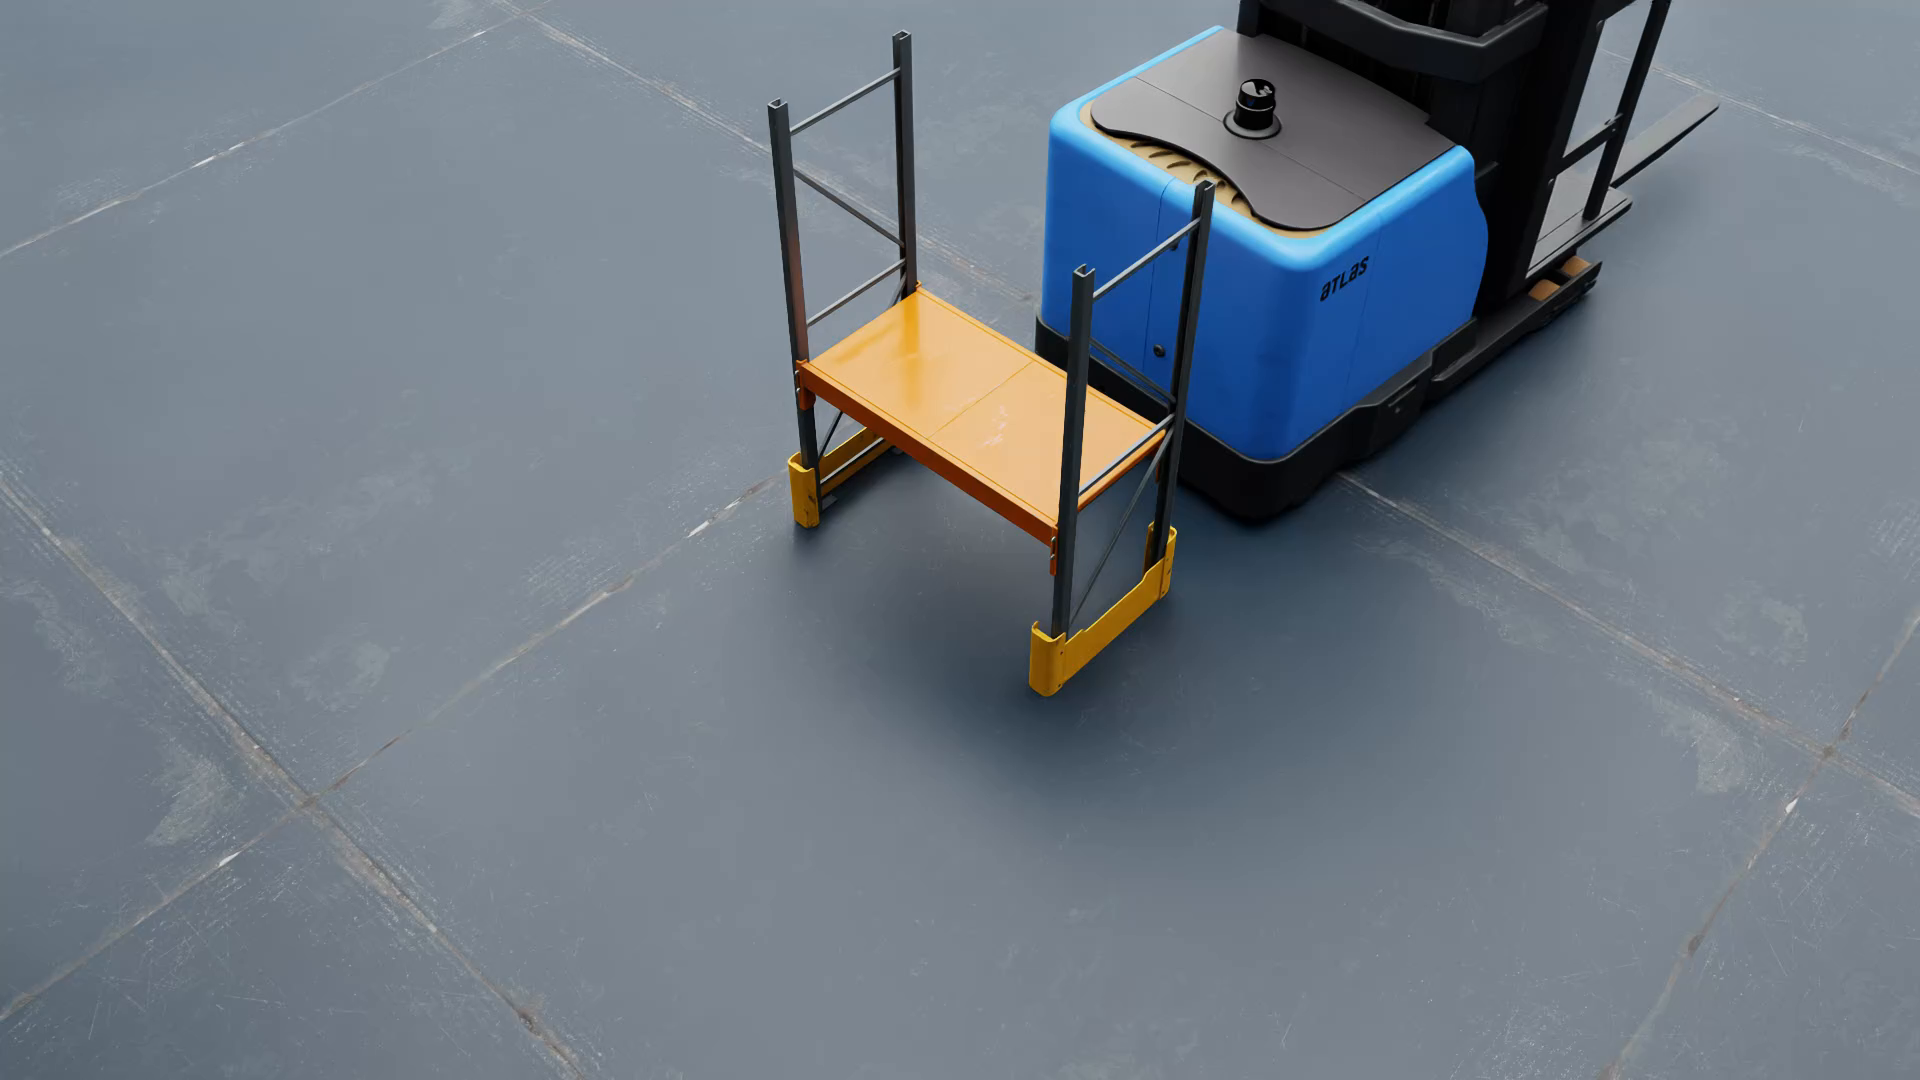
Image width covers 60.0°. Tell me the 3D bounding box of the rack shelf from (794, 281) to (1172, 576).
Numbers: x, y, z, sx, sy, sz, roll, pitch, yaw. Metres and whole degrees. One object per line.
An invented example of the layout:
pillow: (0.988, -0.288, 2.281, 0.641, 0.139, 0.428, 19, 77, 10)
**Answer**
rack shelf: (0.063, -0.348, 4.795, 1.000, 0.185, 0.538, 34, 55, 28)

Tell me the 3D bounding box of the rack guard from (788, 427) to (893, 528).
rack guard: (-0.310, -0.294, 5.355, 0.087, 0.250, 0.587, 34, 55, 28)

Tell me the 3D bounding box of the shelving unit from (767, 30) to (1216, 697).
shelving unit: (0.056, -0.476, 4.668, 1.083, 1.500, 0.587, 34, 55, 28)

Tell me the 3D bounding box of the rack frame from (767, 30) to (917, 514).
rack frame: (-0.311, -0.723, 4.900, 0.032, 1.500, 0.500, 34, 55, 28)

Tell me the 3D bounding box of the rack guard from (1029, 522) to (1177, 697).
rack guard: (0.422, 0.198, 4.892, 0.087, 0.250, 0.587, 34, 55, 28)

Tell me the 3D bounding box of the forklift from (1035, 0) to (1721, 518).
forklift: (1.676, -2.021, 5.137, 3.031, 2.935, 1.130, -34, 55, -28)

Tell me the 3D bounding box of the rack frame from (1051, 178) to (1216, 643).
rack frame: (0.436, -0.220, 4.428, 0.032, 1.500, 0.500, 34, 55, 28)
